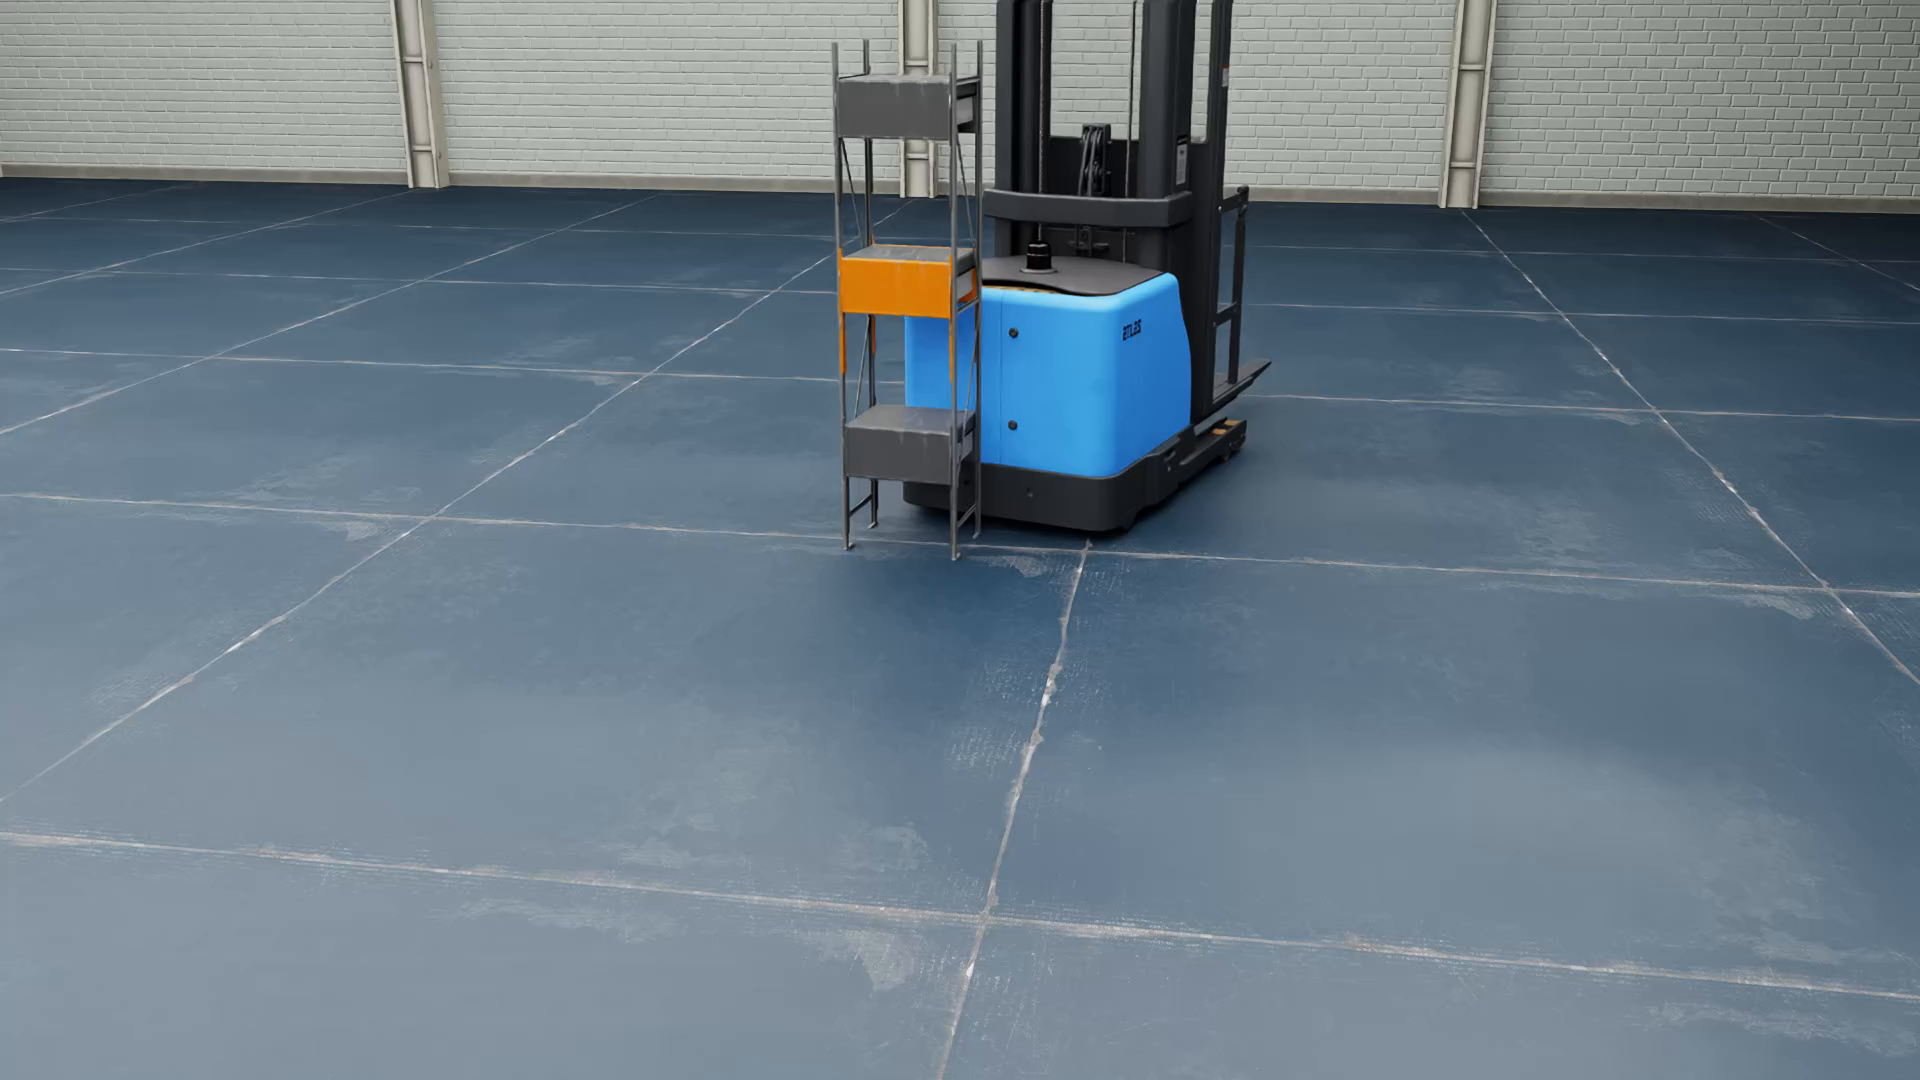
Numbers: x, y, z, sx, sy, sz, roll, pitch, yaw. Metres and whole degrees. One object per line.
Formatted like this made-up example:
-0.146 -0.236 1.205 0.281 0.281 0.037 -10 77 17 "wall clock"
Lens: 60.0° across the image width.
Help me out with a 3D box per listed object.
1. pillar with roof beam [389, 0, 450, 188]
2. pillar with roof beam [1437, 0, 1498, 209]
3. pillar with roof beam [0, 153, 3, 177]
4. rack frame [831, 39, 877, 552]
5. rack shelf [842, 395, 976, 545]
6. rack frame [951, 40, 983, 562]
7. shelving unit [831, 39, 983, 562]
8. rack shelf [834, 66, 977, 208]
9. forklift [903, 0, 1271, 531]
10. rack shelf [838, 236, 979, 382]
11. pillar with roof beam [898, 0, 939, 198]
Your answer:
-7.076 -7.183 14.587 0.400 9.000 9.100 3 19 9 "pillar with roof beam"
4.773 -6.579 12.782 0.400 9.000 9.100 3 19 9 "pillar with roof beam"
-13.000 -7.485 15.490 0.400 9.000 9.100 3 19 9 "pillar with roof beam"
-0.439 -1.007 7.004 0.015 2.100 0.400 5 19 16 "rack frame"
-0.205 -0.308 7.164 0.480 0.518 0.431 5 19 16 "rack shelf"
0.029 -0.963 6.872 0.015 2.100 0.400 5 19 16 "rack frame"
-0.205 -0.985 6.938 0.503 2.100 0.431 5 19 16 "shelving unit"
-0.205 -1.636 6.720 0.480 0.518 0.431 5 19 16 "rack shelf"
0.847 -1.851 8.216 1.130 2.935 3.031 9 20 25 "forklift"
-0.205 -0.972 6.942 0.480 0.518 0.431 5 19 16 "rack shelf"
-1.152 -6.881 13.685 0.400 9.000 9.100 3 19 9 "pillar with roof beam"
